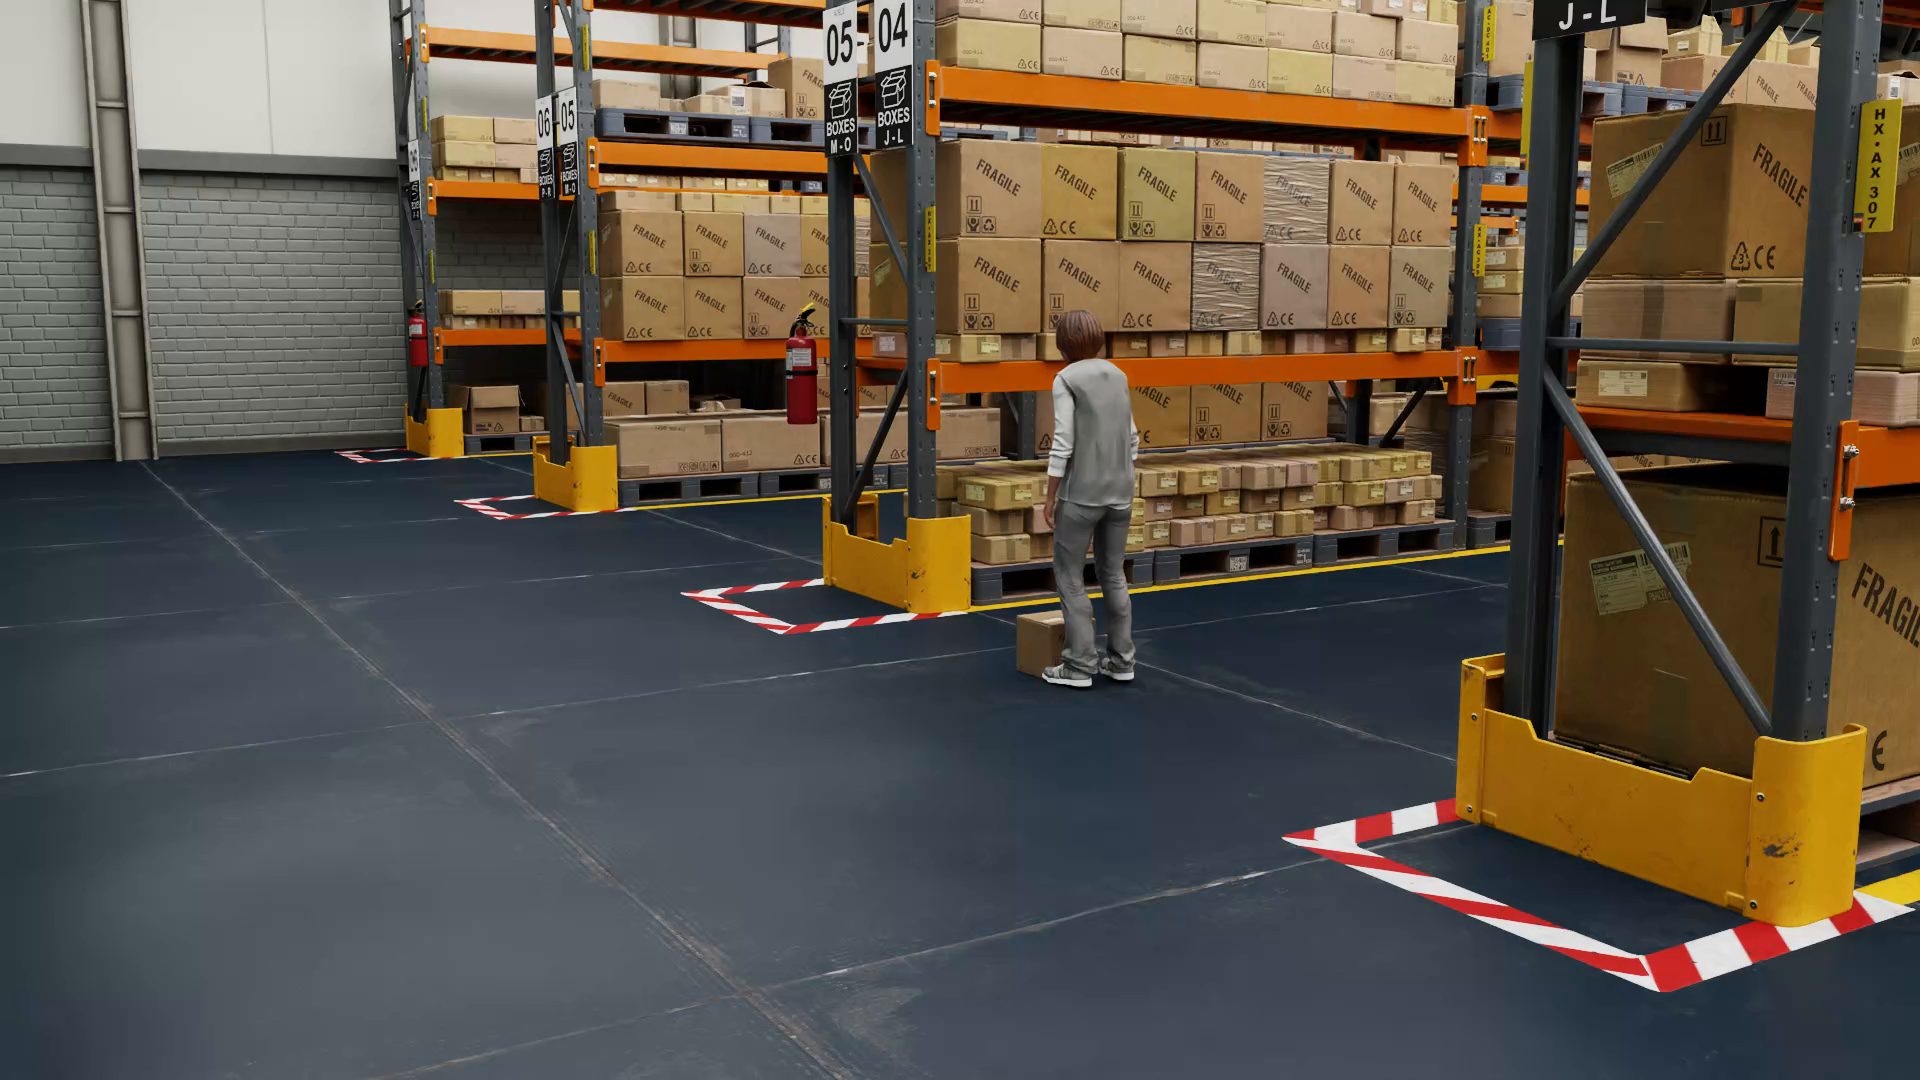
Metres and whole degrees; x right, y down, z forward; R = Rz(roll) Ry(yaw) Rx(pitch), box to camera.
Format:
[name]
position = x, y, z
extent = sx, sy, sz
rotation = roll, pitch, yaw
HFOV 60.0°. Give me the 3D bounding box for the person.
[person]
position = 0.556, -0.171, 7.037
extent = 0.483, 1.591, 0.348
rotation = -6, 10, -34
